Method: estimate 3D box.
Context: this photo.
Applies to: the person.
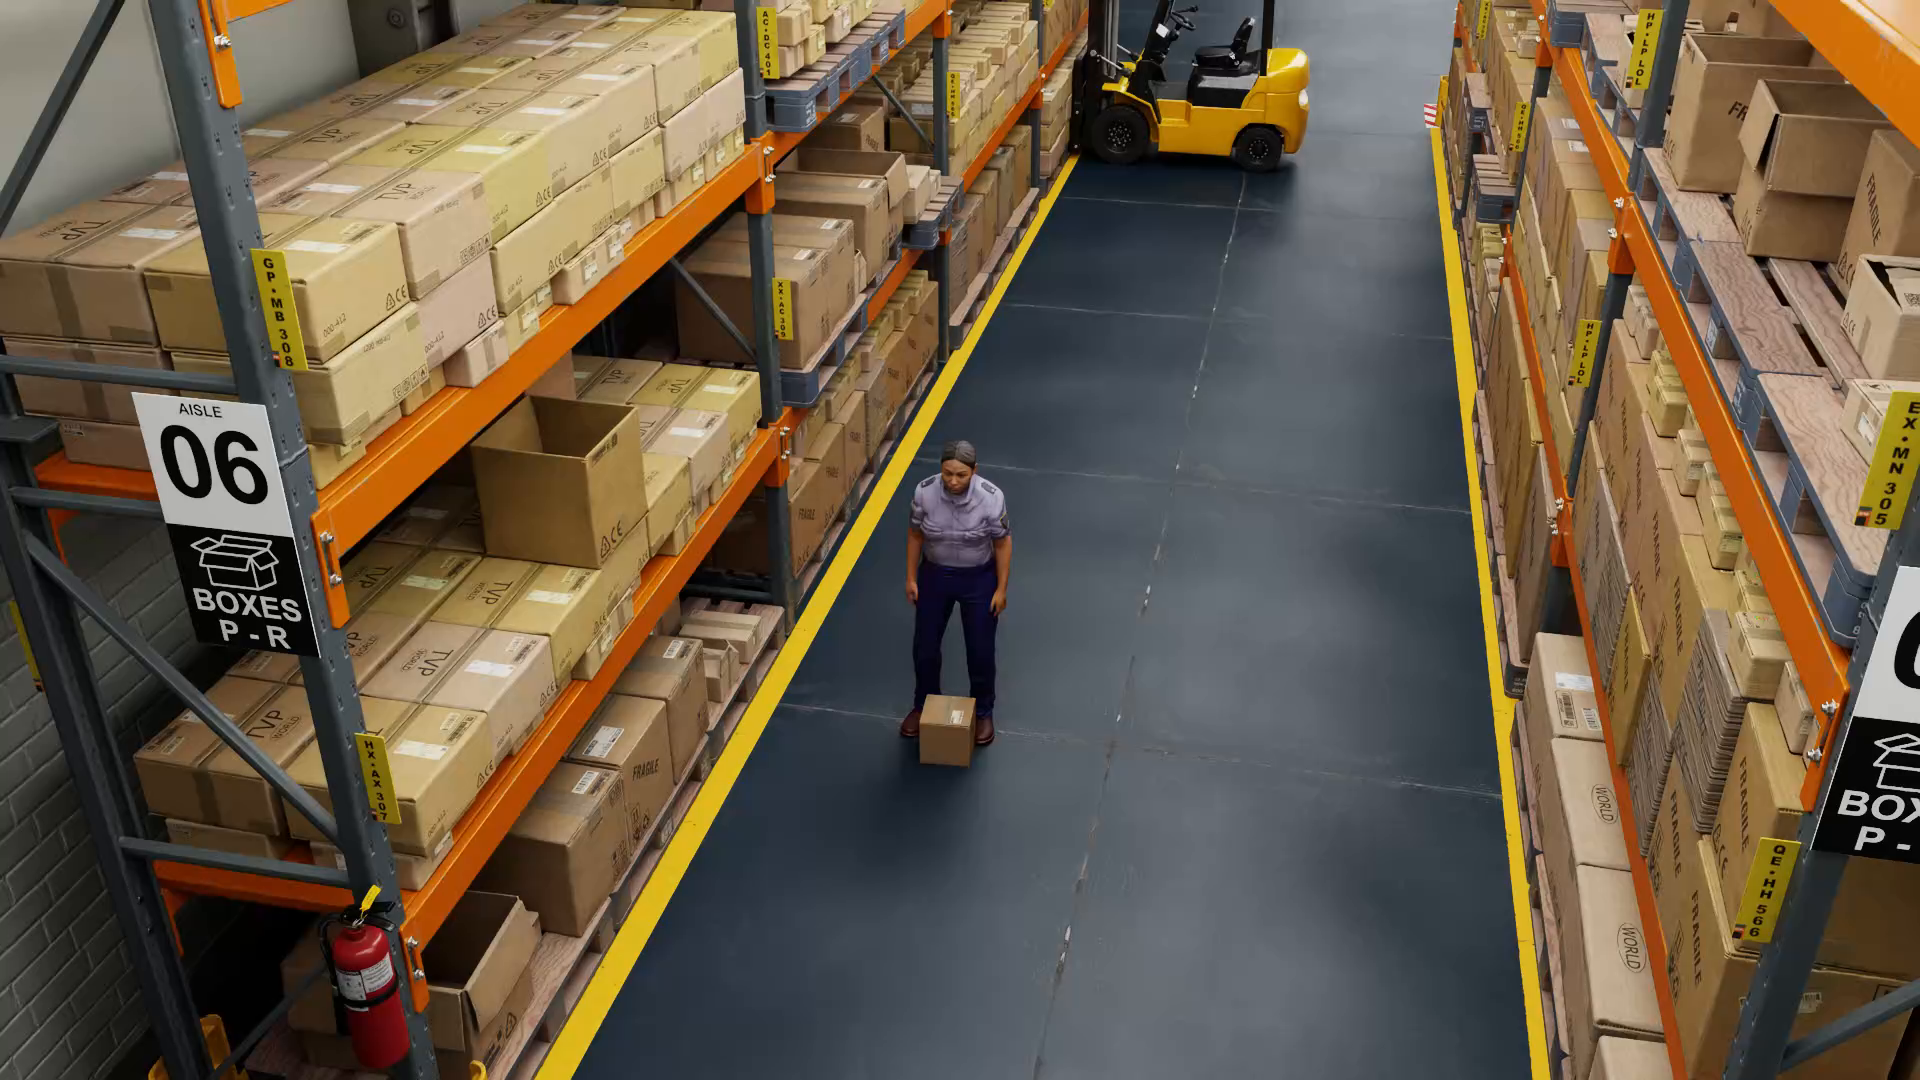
[{"bbox_3d":[-0.019,0.228,8.208,0.537,1.651,0.372,6,29,10],"label":"person"}]
